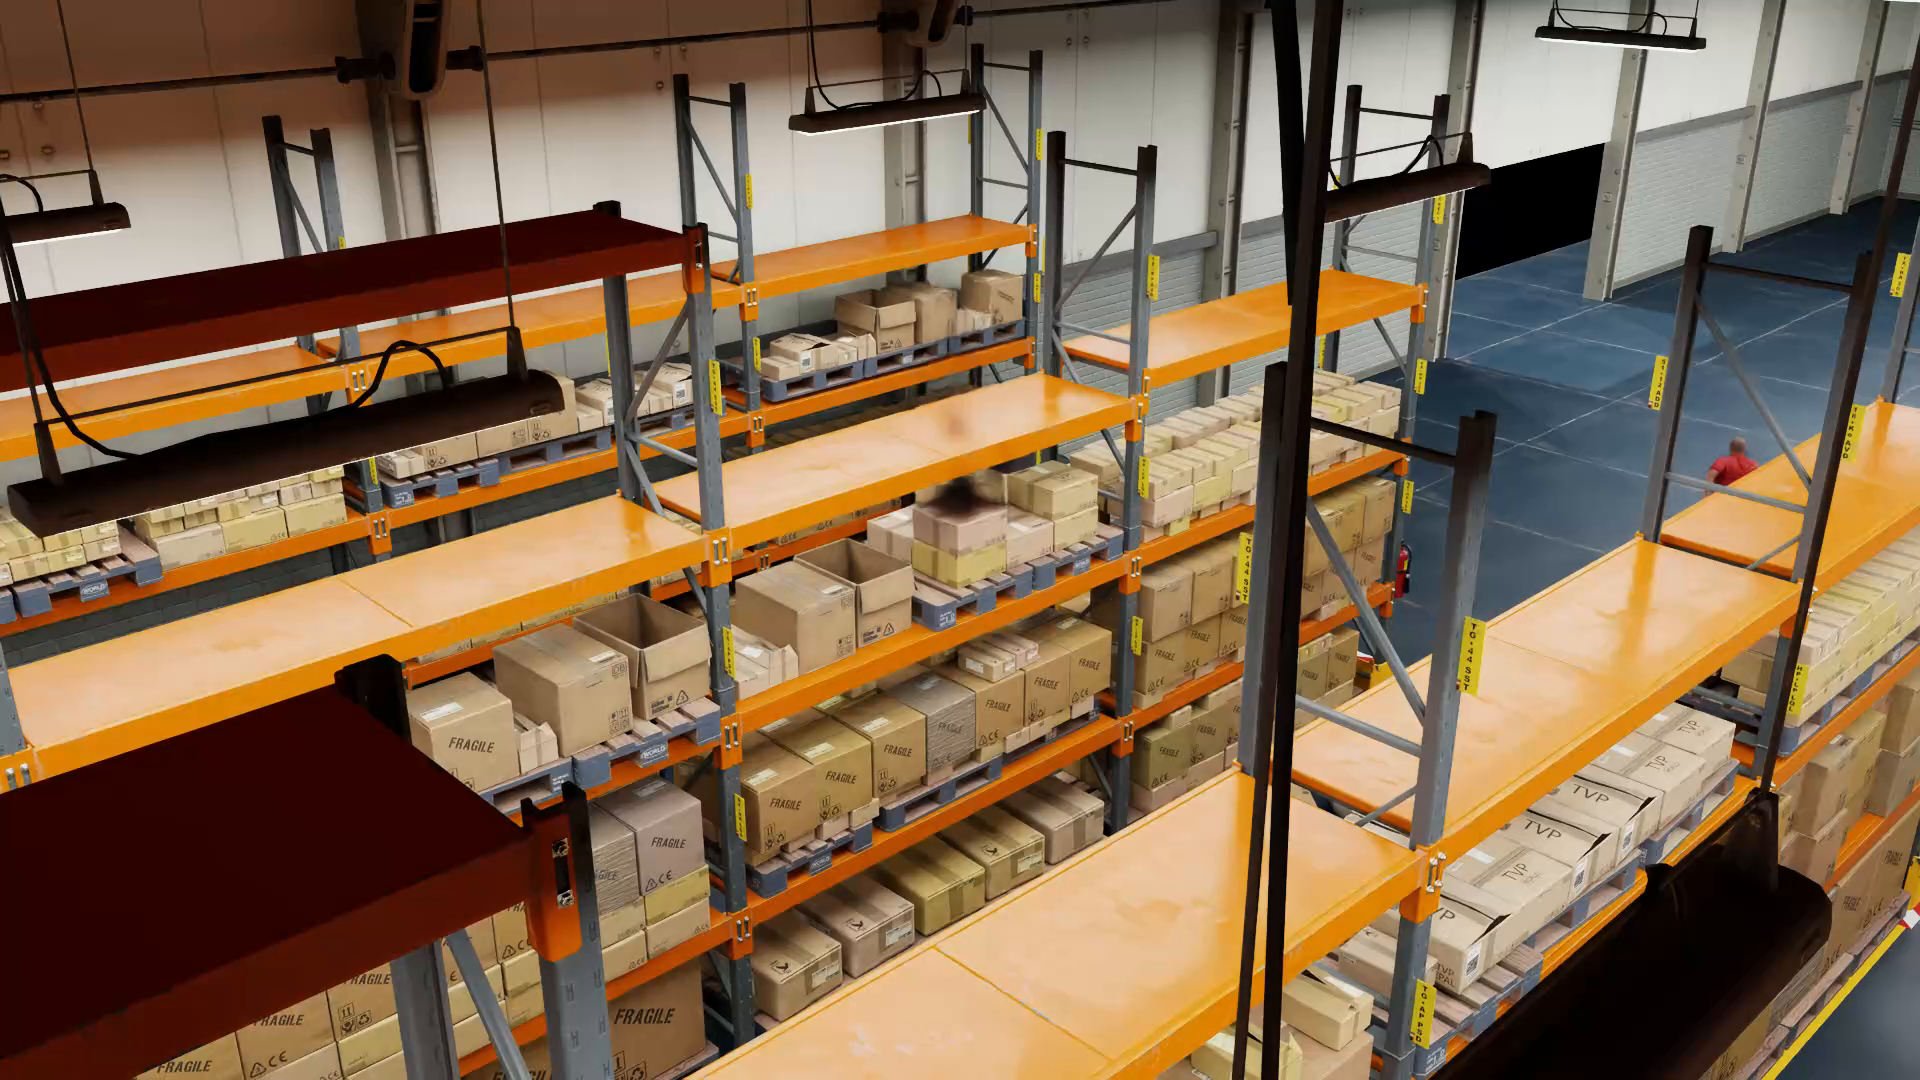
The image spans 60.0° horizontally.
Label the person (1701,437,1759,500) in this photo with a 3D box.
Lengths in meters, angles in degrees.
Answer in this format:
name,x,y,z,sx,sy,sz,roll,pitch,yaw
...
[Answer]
name,x,y,z,sx,sy,sz,roll,pitch,yaw
person,8.973,-0.360,19.496,0.693,1.724,0.832,3,23,8
